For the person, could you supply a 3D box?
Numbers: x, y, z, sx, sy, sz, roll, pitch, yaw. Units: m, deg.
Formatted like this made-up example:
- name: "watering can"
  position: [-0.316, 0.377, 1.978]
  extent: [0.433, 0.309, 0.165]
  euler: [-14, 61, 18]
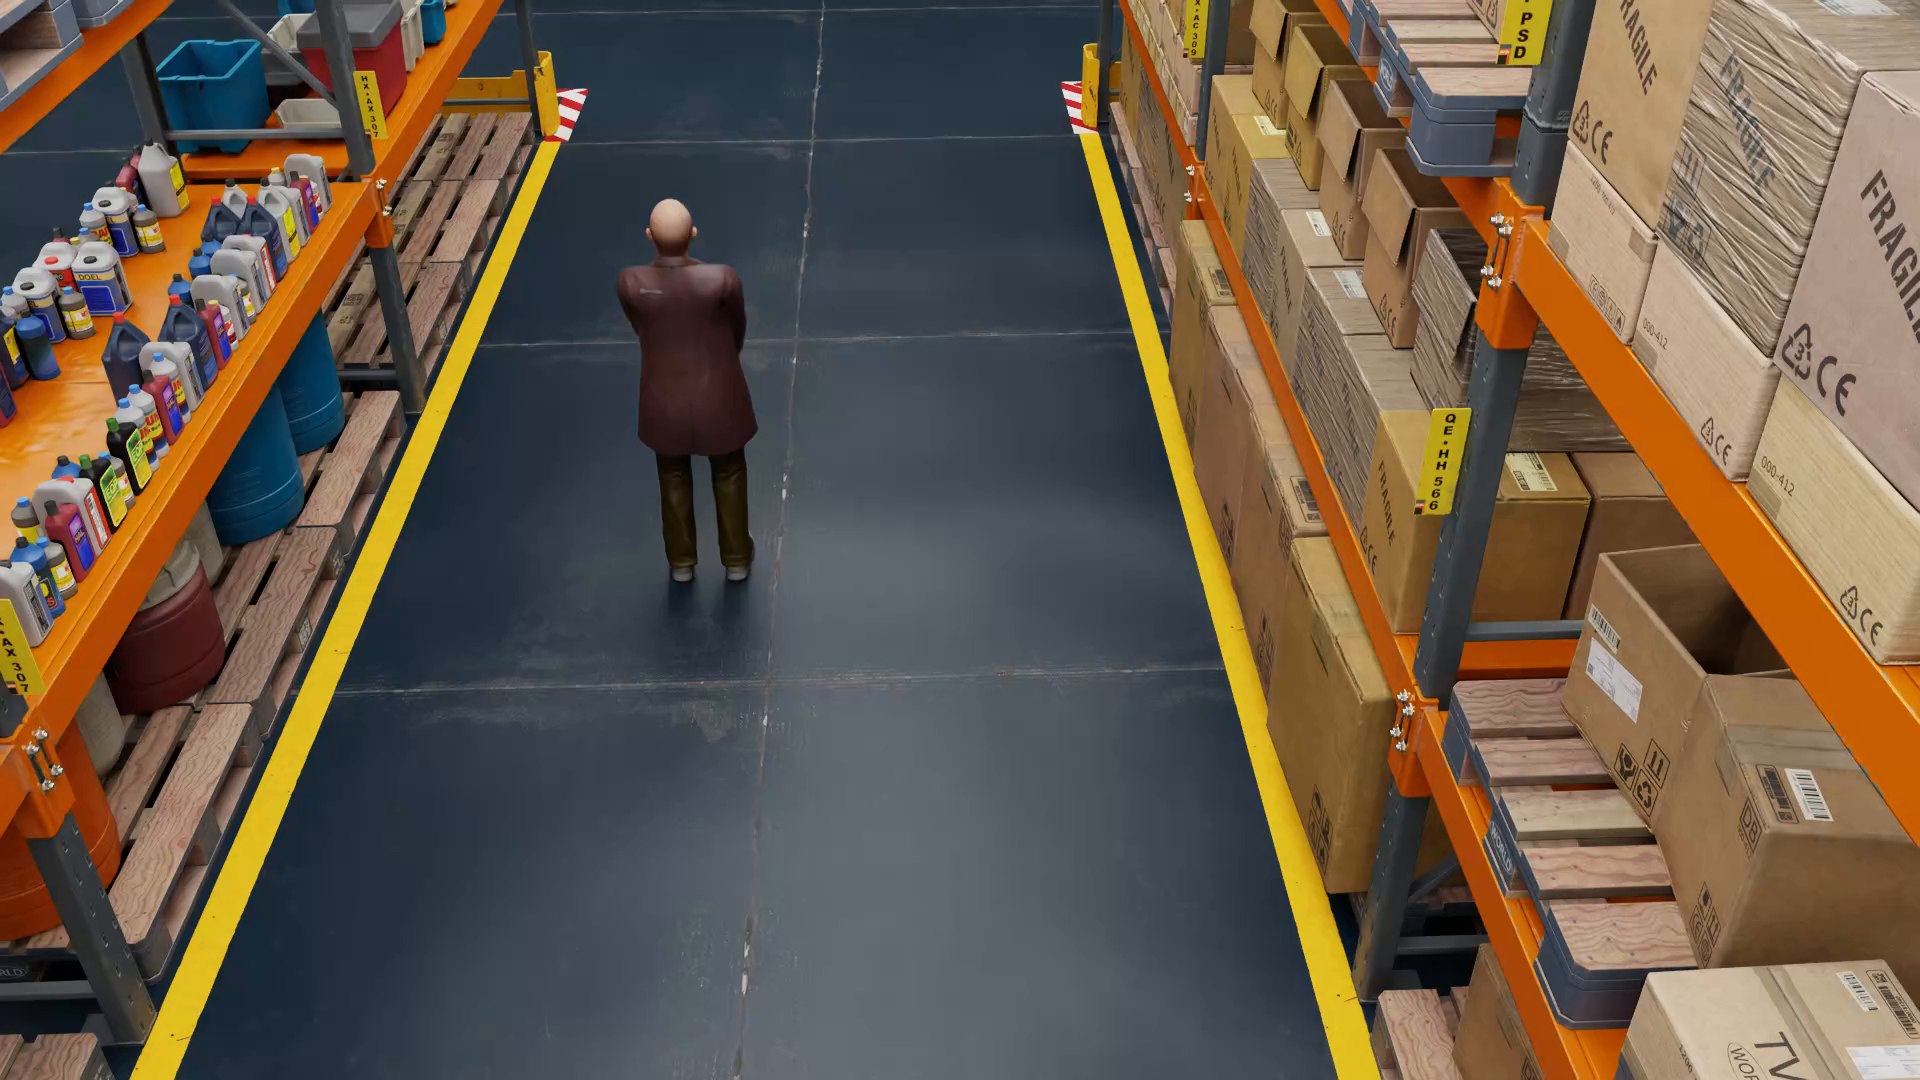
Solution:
- name: "person"
  position: [-1.139, -0.691, 7.125]
  extent: [0.524, 1.744, 0.545]
  euler: [-2, 35, -2]
